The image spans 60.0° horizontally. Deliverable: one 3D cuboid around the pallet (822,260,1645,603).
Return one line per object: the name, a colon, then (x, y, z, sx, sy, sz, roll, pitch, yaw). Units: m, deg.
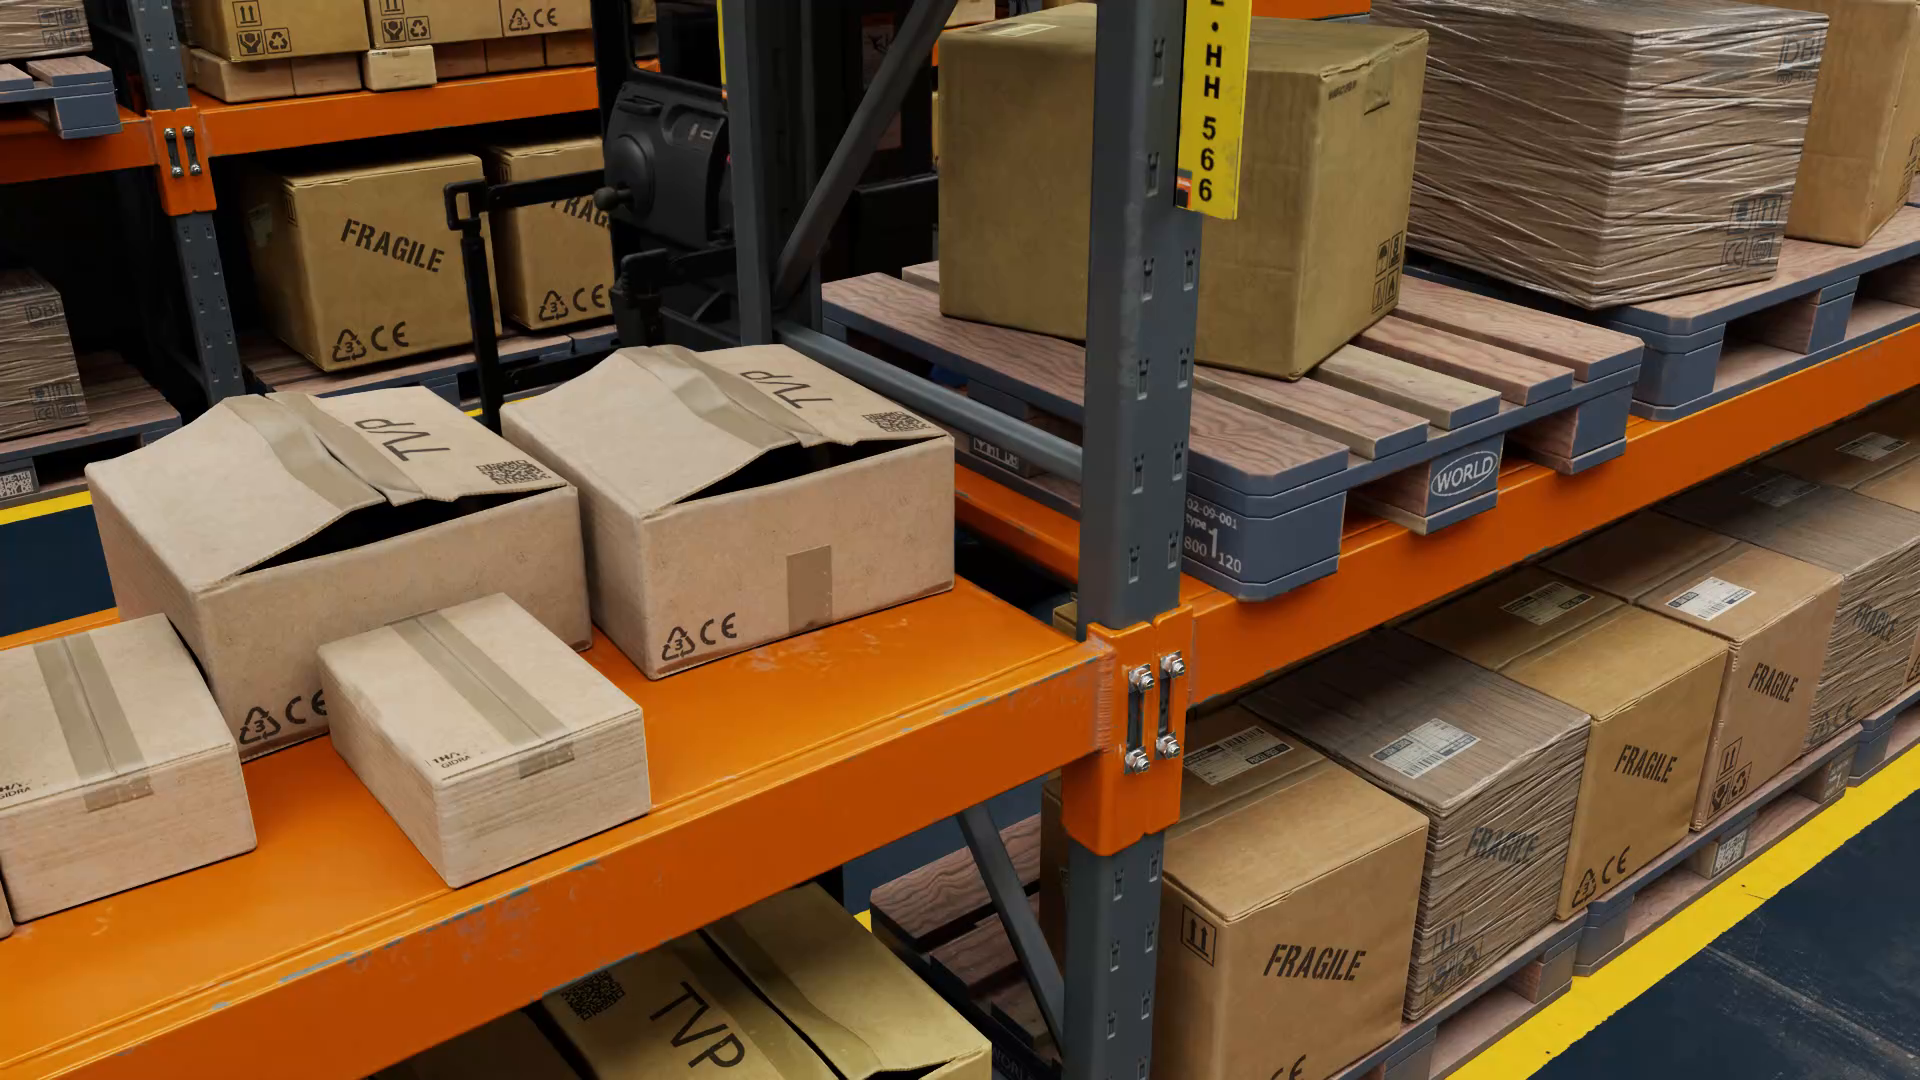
pallet: (0.452, -0.325, 3.115, 1.003, 0.211, 1.213, -18, 31, -34)

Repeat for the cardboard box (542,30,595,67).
cardboard box: (-1.701, -2.100, 6.987, 0.250, 0.149, 0.380, -18, 30, -33)

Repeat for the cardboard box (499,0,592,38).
cardboard box: (-1.749, -2.345, 6.744, 0.500, 0.500, 0.500, -18, 31, -34)

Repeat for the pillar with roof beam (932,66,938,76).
pillar with roof beam: (2.723, -4.655, 5.092, 0.400, 9.000, 9.100, -18, 31, -34)

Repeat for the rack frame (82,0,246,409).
rack frame: (-3.098, -1.853, 6.179, 0.127, 3.000, 1.000, -18, 31, -34)

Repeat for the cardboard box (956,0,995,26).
cardboard box: (-0.042, -2.606, 8.076, 0.250, 0.149, 0.380, -18, 30, -34)

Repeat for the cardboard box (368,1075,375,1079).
cardboard box: (-1.040, 0.767, 2.634, 0.500, 0.311, 0.500, -19, 31, -35)

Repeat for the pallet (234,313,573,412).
pallet: (-2.431, -0.768, 7.154, 1.213, 0.211, 1.003, -18, 31, -34)

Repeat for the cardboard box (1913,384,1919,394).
cardboard box: (3.383, -0.560, 5.839, 0.500, 0.500, 0.500, -18, 31, -34)

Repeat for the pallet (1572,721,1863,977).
pallet: (1.532, 0.555, 4.303, 1.213, 0.211, 1.003, -18, 31, -34)

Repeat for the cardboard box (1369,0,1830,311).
cardboard box: (1.225, -0.824, 3.345, 0.500, 0.500, 0.700, -12, 28, -24)

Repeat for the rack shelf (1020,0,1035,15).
rack shelf: (0.480, -1.744, 5.384, 0.480, 0.518, 0.431, -20, 31, -36)

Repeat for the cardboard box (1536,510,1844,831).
cardboard box: (1.710, 0.294, 4.000, 0.500, 0.500, 0.500, -19, 31, -36)

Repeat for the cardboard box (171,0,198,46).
cardboard box: (-2.889, -2.252, 6.544, 0.500, 0.500, 0.500, -18, 30, -34)

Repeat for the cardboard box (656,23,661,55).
cardboard box: (-1.285, -2.225, 7.255, 0.250, 0.149, 0.380, -17, 30, -32)

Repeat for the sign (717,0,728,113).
sign: (-0.381, -0.879, 2.801, 0.005, 0.325, 0.100, -18, 31, -34)

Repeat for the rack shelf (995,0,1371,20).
rack shelf: (1.623, -3.085, 9.689, 4.000, 0.370, 1.077, -18, 31, -34)

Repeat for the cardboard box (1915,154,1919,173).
cardboard box: (2.096, -1.239, 4.239, 0.500, 0.500, 0.700, -13, 28, -26)

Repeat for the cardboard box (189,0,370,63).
cardboard box: (-2.558, -2.084, 6.181, 0.500, 0.500, 0.500, -17, 30, -33)

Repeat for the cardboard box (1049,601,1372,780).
cardboard box: (0.553, 0.401, 3.770, 0.500, 0.500, 0.500, -17, 30, -32)

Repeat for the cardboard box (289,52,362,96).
cardboard box: (-2.492, -1.819, 6.382, 0.250, 0.149, 0.380, -18, 30, -33)

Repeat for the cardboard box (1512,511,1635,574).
cardboard box: (1.369, 0.128, 4.358, 0.500, 0.500, 0.500, -20, 31, -36)

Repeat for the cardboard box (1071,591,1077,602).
cardboard box: (0.594, 0.044, 3.647, 0.500, 0.250, 0.500, -17, 30, -32)

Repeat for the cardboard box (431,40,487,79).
cardboard box: (-2.109, -1.967, 6.699, 0.250, 0.149, 0.380, -19, 31, -35)

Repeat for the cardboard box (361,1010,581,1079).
cardboard box: (-0.704, 0.944, 2.253, 0.500, 0.311, 0.500, -19, 31, -35)

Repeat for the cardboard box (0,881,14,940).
cardboard box: (-1.349, 0.183, 1.674, 0.500, 0.500, 0.500, -20, 32, -37)

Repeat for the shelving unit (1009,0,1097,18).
shelving unit: (0.480, -1.122, 5.673, 0.503, 2.100, 0.431, -20, 31, -36)

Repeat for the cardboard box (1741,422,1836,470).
cardboard box: (2.165, -0.131, 4.915, 0.500, 0.500, 0.500, -18, 30, -33)

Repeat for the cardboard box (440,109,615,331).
cardboard box: (-1.745, -1.441, 7.347, 0.750, 0.750, 0.750, -18, 31, -34)

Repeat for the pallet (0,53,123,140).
pallet: (-3.593, -1.546, 5.745, 1.003, 0.211, 1.213, -18, 31, -34)

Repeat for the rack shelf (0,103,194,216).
rack shelf: (-4.672, -1.007, 5.211, 4.000, 0.370, 1.077, -18, 31, -34)

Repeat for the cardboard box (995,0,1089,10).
cardboard box: (0.486, -3.164, 8.647, 0.700, 0.700, 0.980, -18, 30, -33)

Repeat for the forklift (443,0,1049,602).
forklift: (-0.877, -1.018, 4.463, 3.031, 2.935, 1.130, -20, 31, -36)

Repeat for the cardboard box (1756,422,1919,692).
cardboard box: (2.504, 0.031, 4.567, 0.500, 0.500, 0.500, -18, 30, -34)

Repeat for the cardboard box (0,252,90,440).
cardboard box: (-3.633, -0.714, 6.173, 0.500, 0.500, 0.700, -18, 30, -33)

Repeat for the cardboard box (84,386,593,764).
cardboard box: (-0.862, -0.004, 2.302, 0.500, 0.311, 0.500, -19, 31, -35)

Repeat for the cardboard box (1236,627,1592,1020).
cardboard box: (0.905, 0.560, 3.427, 0.500, 0.500, 0.500, -20, 31, -36)

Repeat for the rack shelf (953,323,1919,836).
rack shelf: (1.535, -0.406, 3.916, 4.000, 0.370, 1.077, -18, 31, -34)

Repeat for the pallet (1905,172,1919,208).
pallet: (2.413, -0.993, 4.556, 1.213, 0.211, 1.003, -18, 31, -34)
